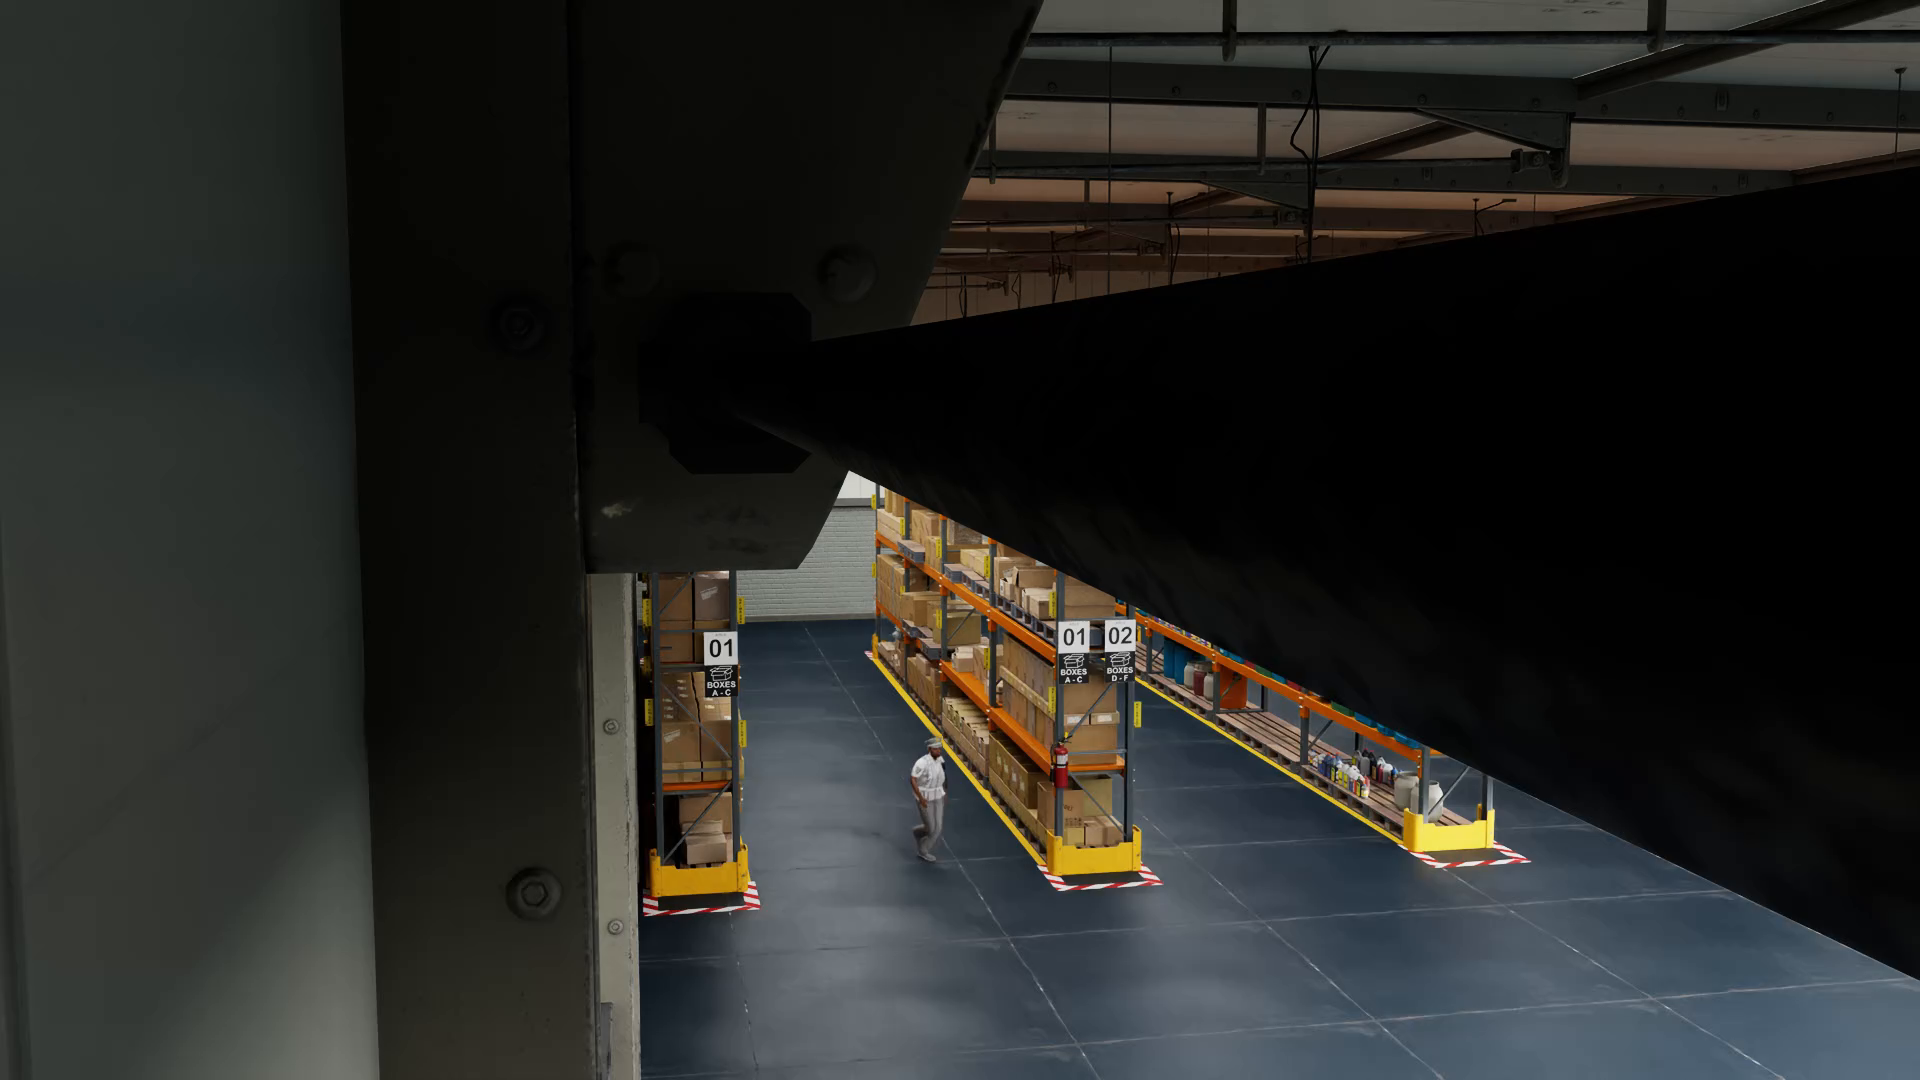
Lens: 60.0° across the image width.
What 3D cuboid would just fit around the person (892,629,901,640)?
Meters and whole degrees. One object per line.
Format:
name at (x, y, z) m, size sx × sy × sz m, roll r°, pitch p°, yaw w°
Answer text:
person at (-1.121, 1.605, 37.679) m, size 0.931 × 1.755 × 0.664 m, roll 2°, pitch 6°, yaw 15°

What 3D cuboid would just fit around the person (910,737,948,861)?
person at (-0.430, 3.323, 21.536) m, size 0.573 × 1.636 × 0.533 m, roll -4°, pitch 7°, yaw -36°
